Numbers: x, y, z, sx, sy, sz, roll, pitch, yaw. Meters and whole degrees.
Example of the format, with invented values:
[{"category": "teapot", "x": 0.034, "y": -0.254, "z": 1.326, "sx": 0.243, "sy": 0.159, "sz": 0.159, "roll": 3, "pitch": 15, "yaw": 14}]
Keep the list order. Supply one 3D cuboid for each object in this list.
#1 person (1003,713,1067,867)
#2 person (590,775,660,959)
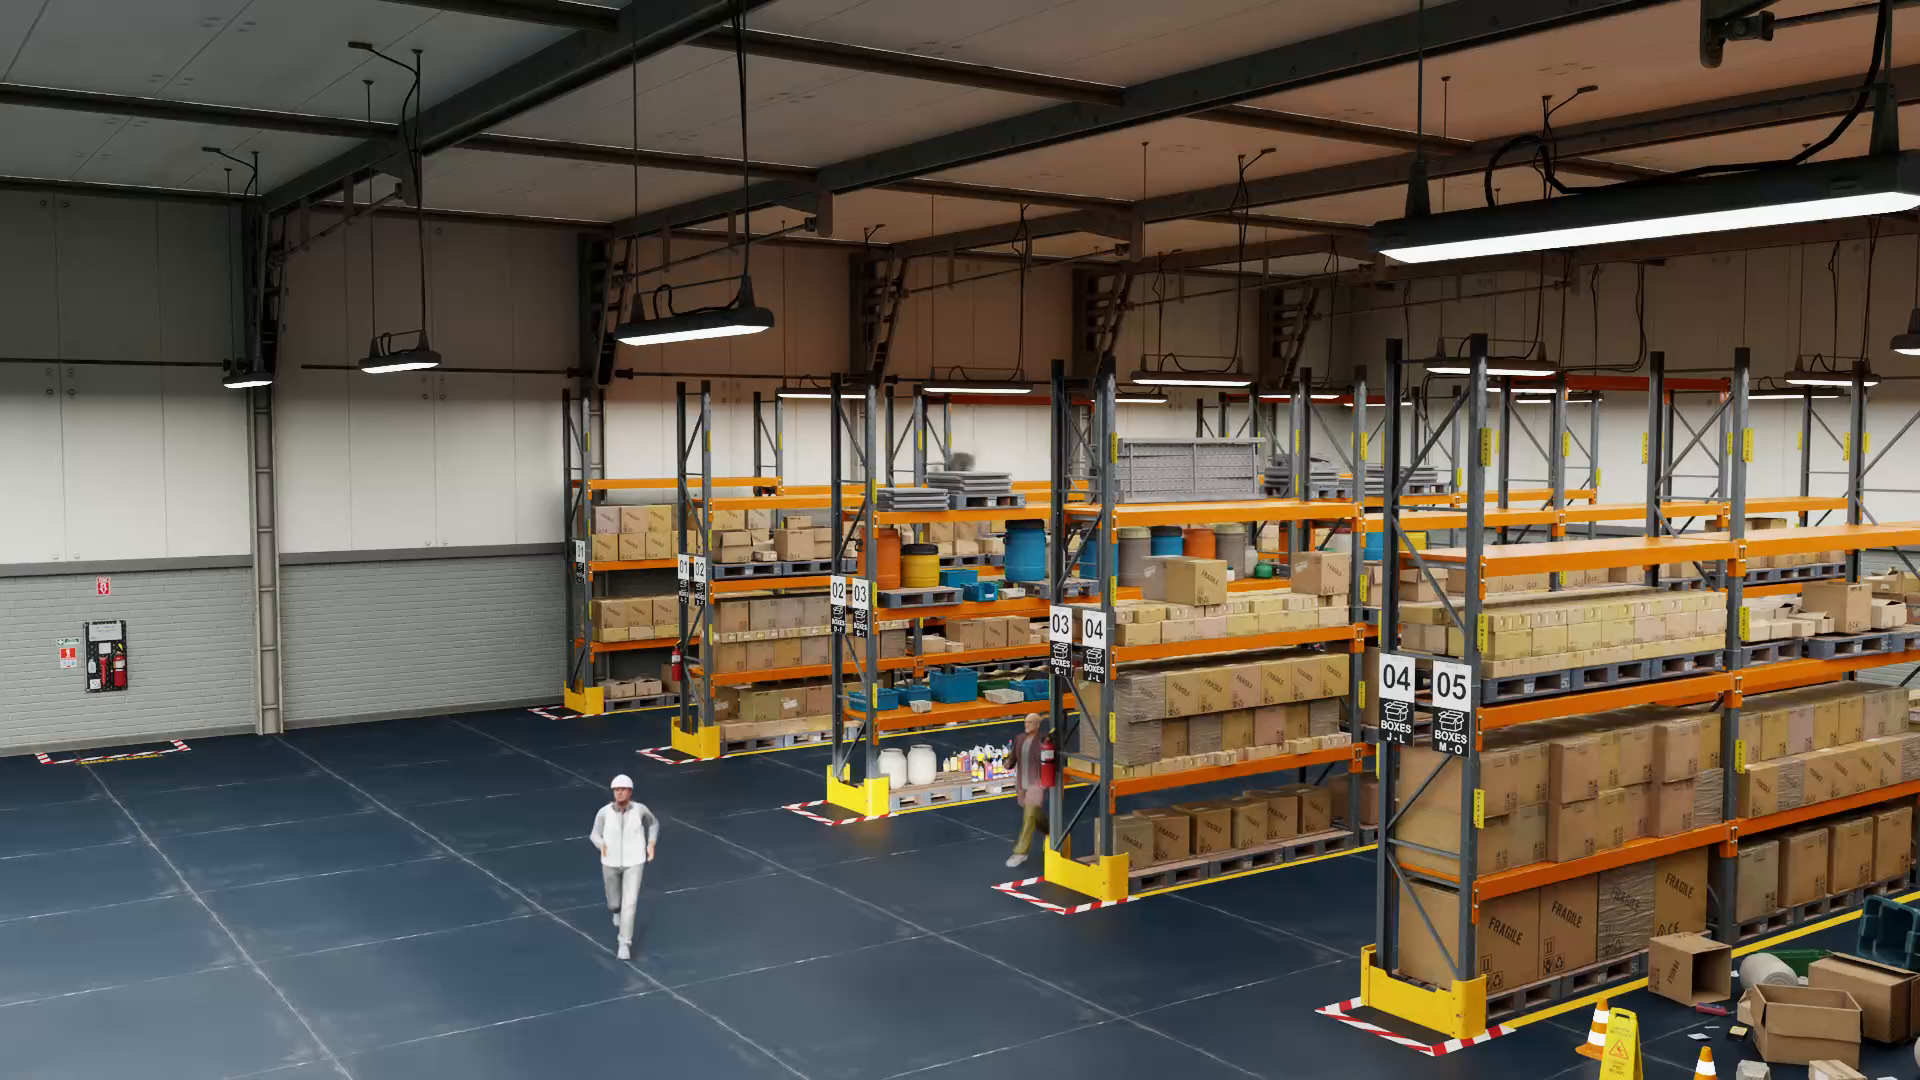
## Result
[{"category": "person", "x": 0.877, "y": 2.967, "z": 20.064, "sx": 0.709, "sy": 1.777, "sz": 1.070, "roll": 4, "pitch": 5, "yaw": 44}, {"category": "person", "x": -3.354, "y": 3.220, "z": 16.630, "sx": 0.676, "sy": 1.741, "sz": 0.971, "roll": 0, "pitch": 4, "yaw": -6}]
